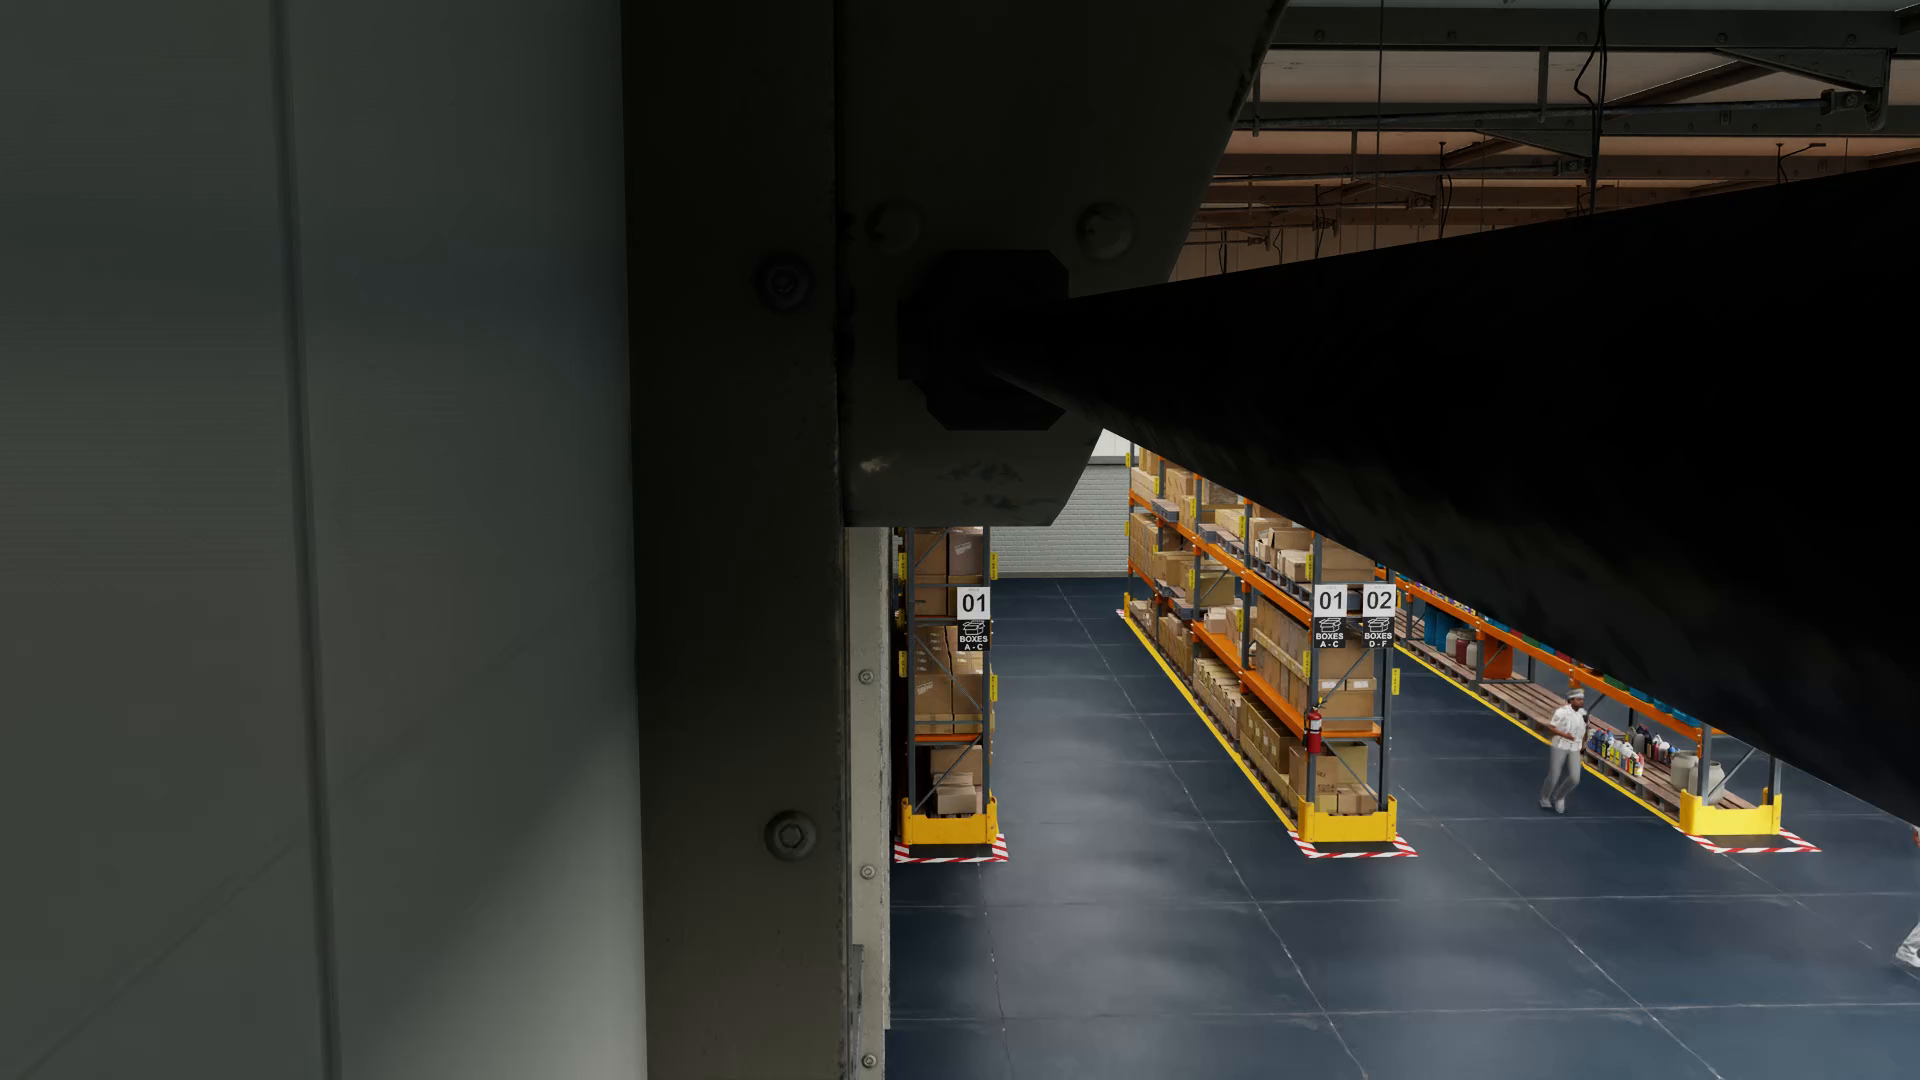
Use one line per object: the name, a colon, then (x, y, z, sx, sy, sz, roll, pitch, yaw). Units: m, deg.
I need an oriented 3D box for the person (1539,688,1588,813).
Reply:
person: (7.979, 2.746, 21.736, 0.593, 1.666, 0.619, 0, 7, -2)

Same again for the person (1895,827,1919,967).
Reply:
person: (9.623, 3.382, 16.215, 0.808, 1.847, 0.643, 3, 8, 19)
